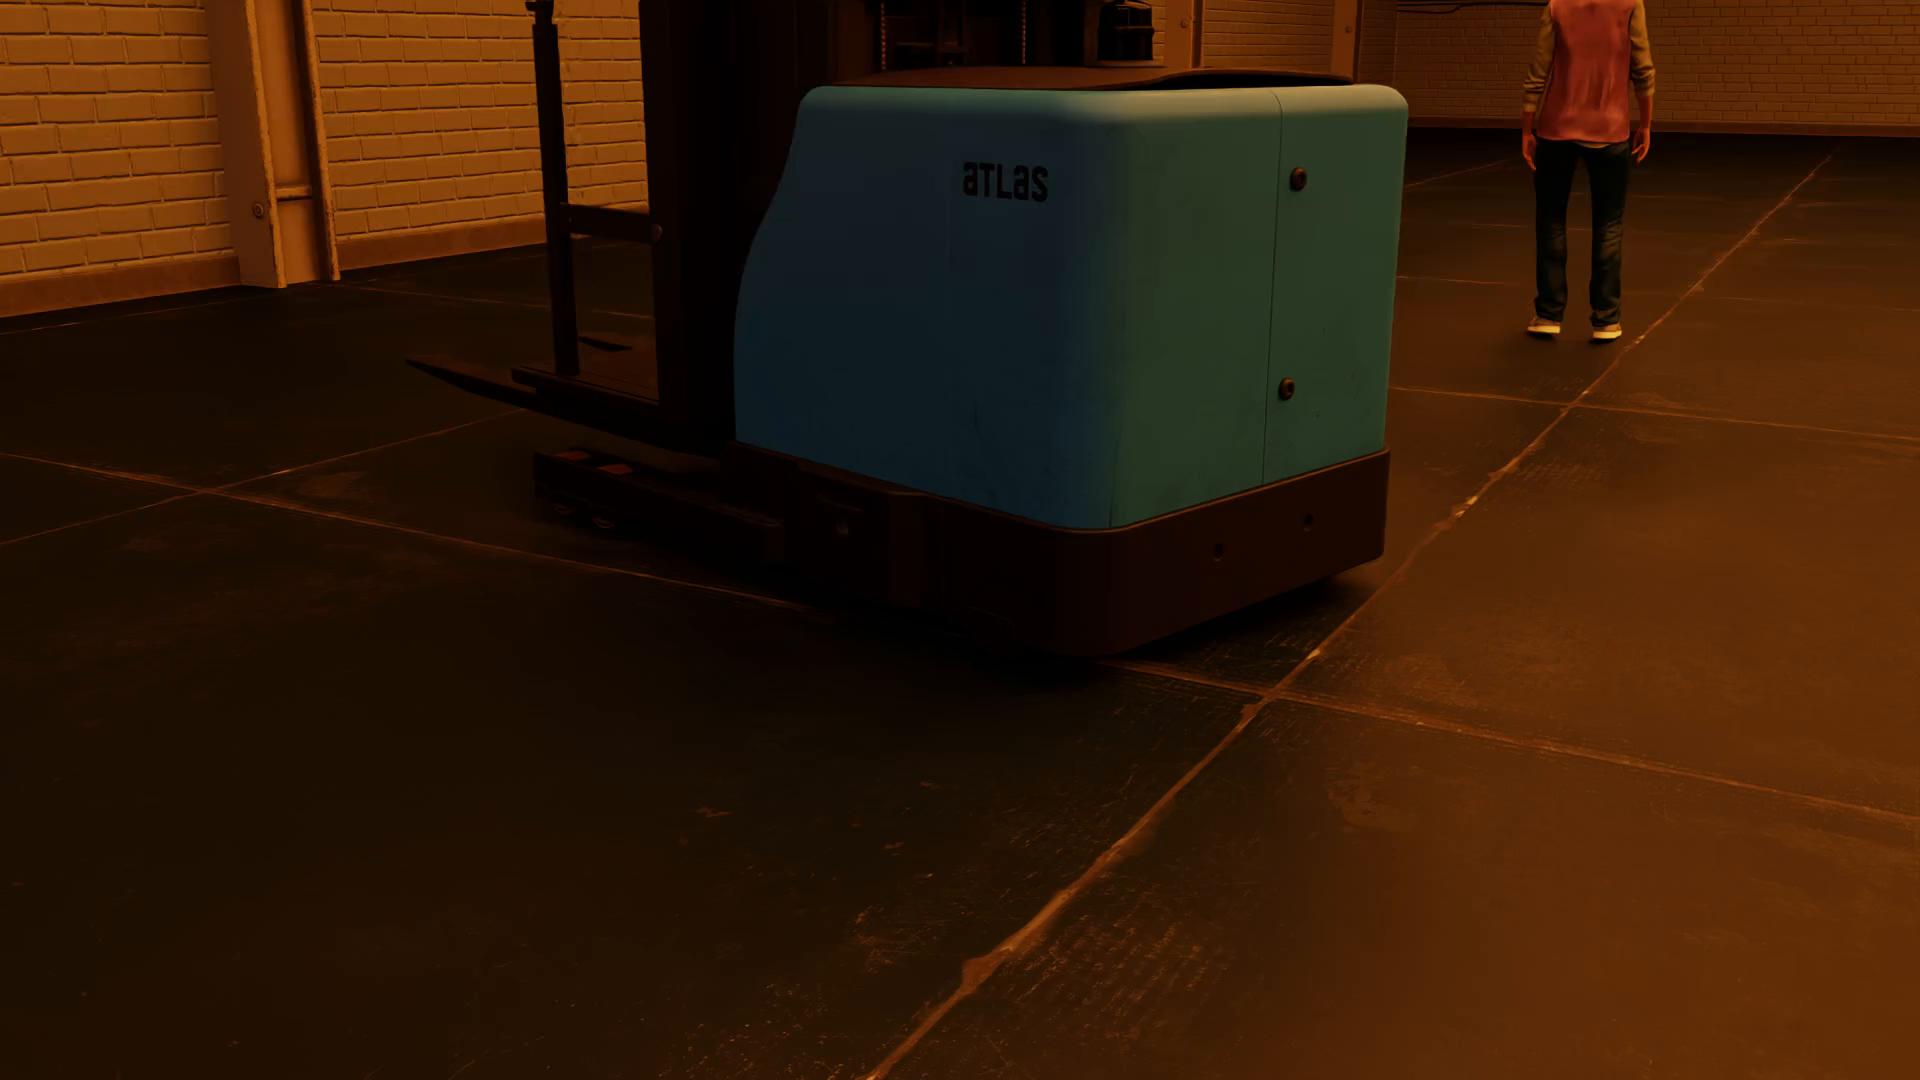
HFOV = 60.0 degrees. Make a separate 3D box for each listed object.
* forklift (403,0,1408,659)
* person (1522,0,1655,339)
[{"bbox_3d":[-0.445,-1.519,4.011,1.130,2.935,3.031,-15,22,-42],"label":"forklift"},{"bbox_3d":[2.493,-1.600,6.646,0.497,1.604,0.405,6,17,19],"label":"person"}]
